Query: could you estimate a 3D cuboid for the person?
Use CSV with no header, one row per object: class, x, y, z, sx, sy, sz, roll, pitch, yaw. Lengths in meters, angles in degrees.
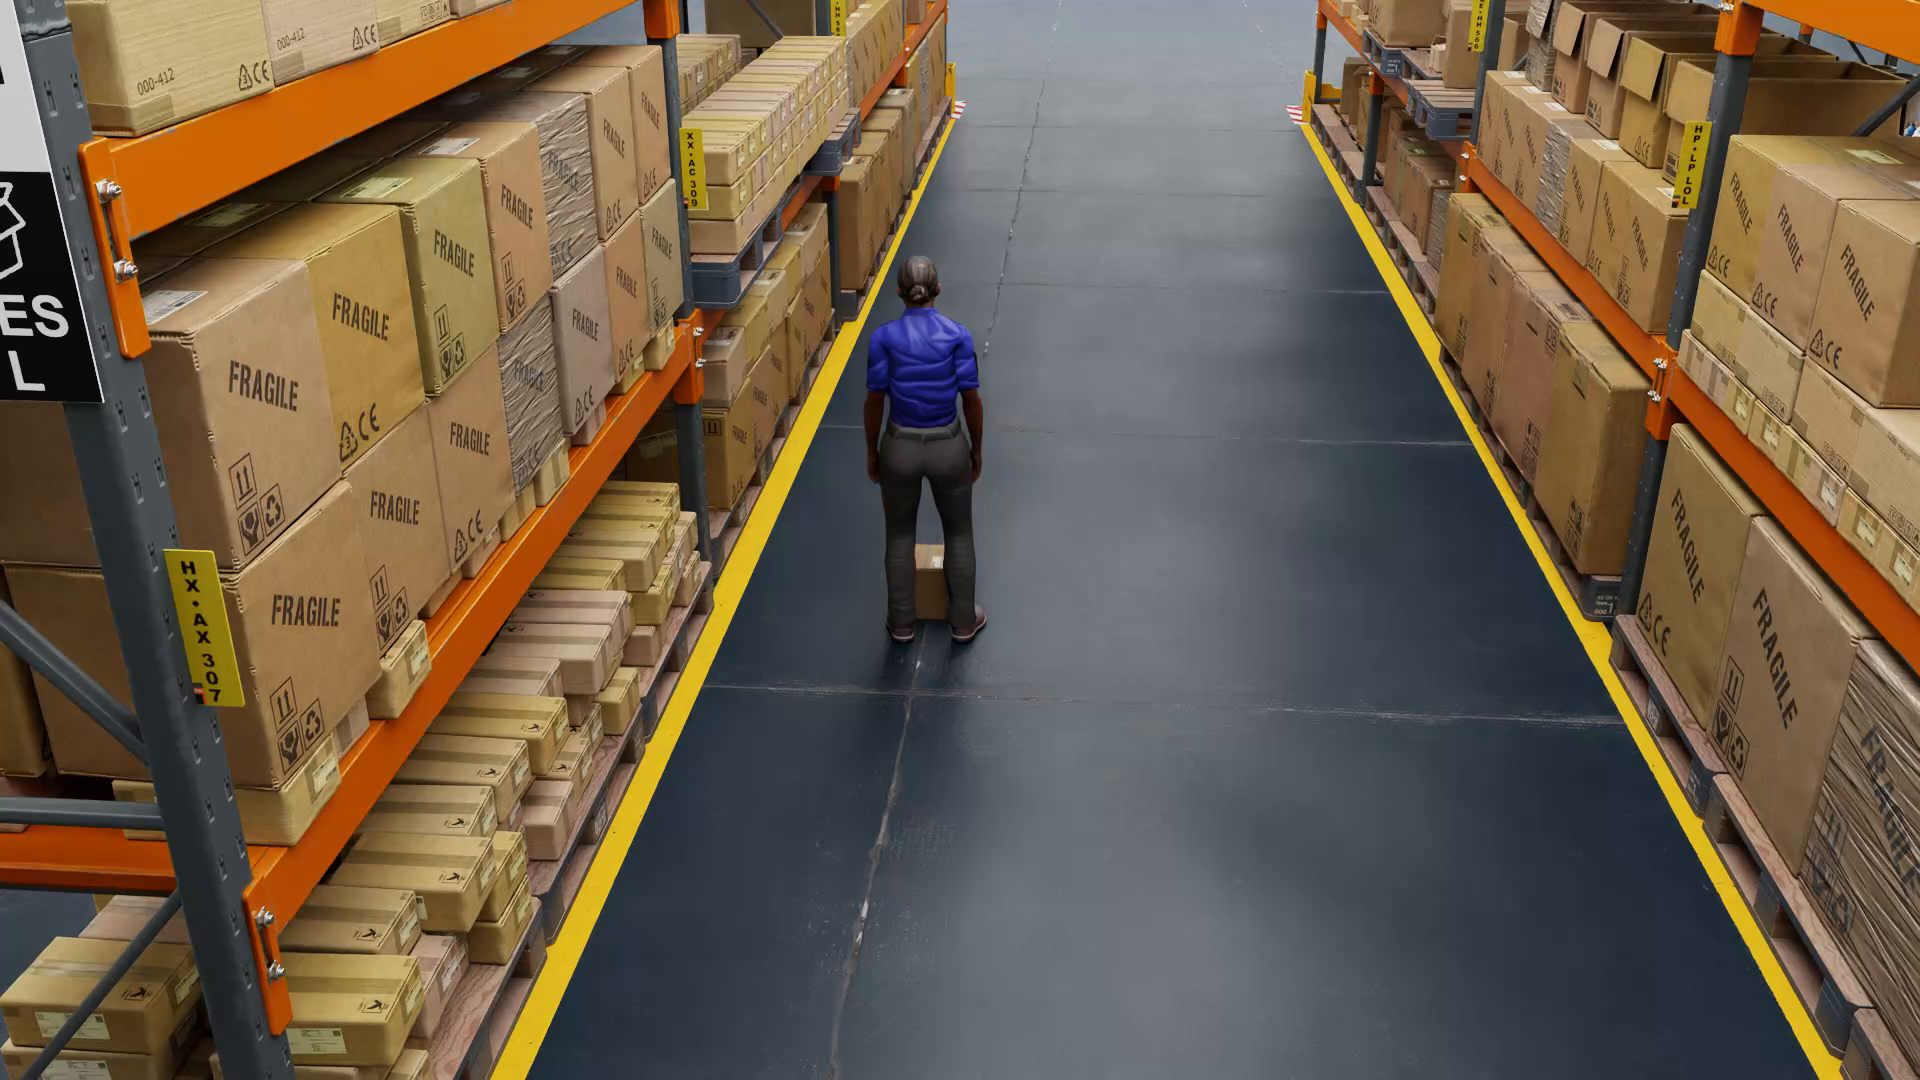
person,-0.138,-0.353,6.881,0.511,1.654,0.346,0,25,0
